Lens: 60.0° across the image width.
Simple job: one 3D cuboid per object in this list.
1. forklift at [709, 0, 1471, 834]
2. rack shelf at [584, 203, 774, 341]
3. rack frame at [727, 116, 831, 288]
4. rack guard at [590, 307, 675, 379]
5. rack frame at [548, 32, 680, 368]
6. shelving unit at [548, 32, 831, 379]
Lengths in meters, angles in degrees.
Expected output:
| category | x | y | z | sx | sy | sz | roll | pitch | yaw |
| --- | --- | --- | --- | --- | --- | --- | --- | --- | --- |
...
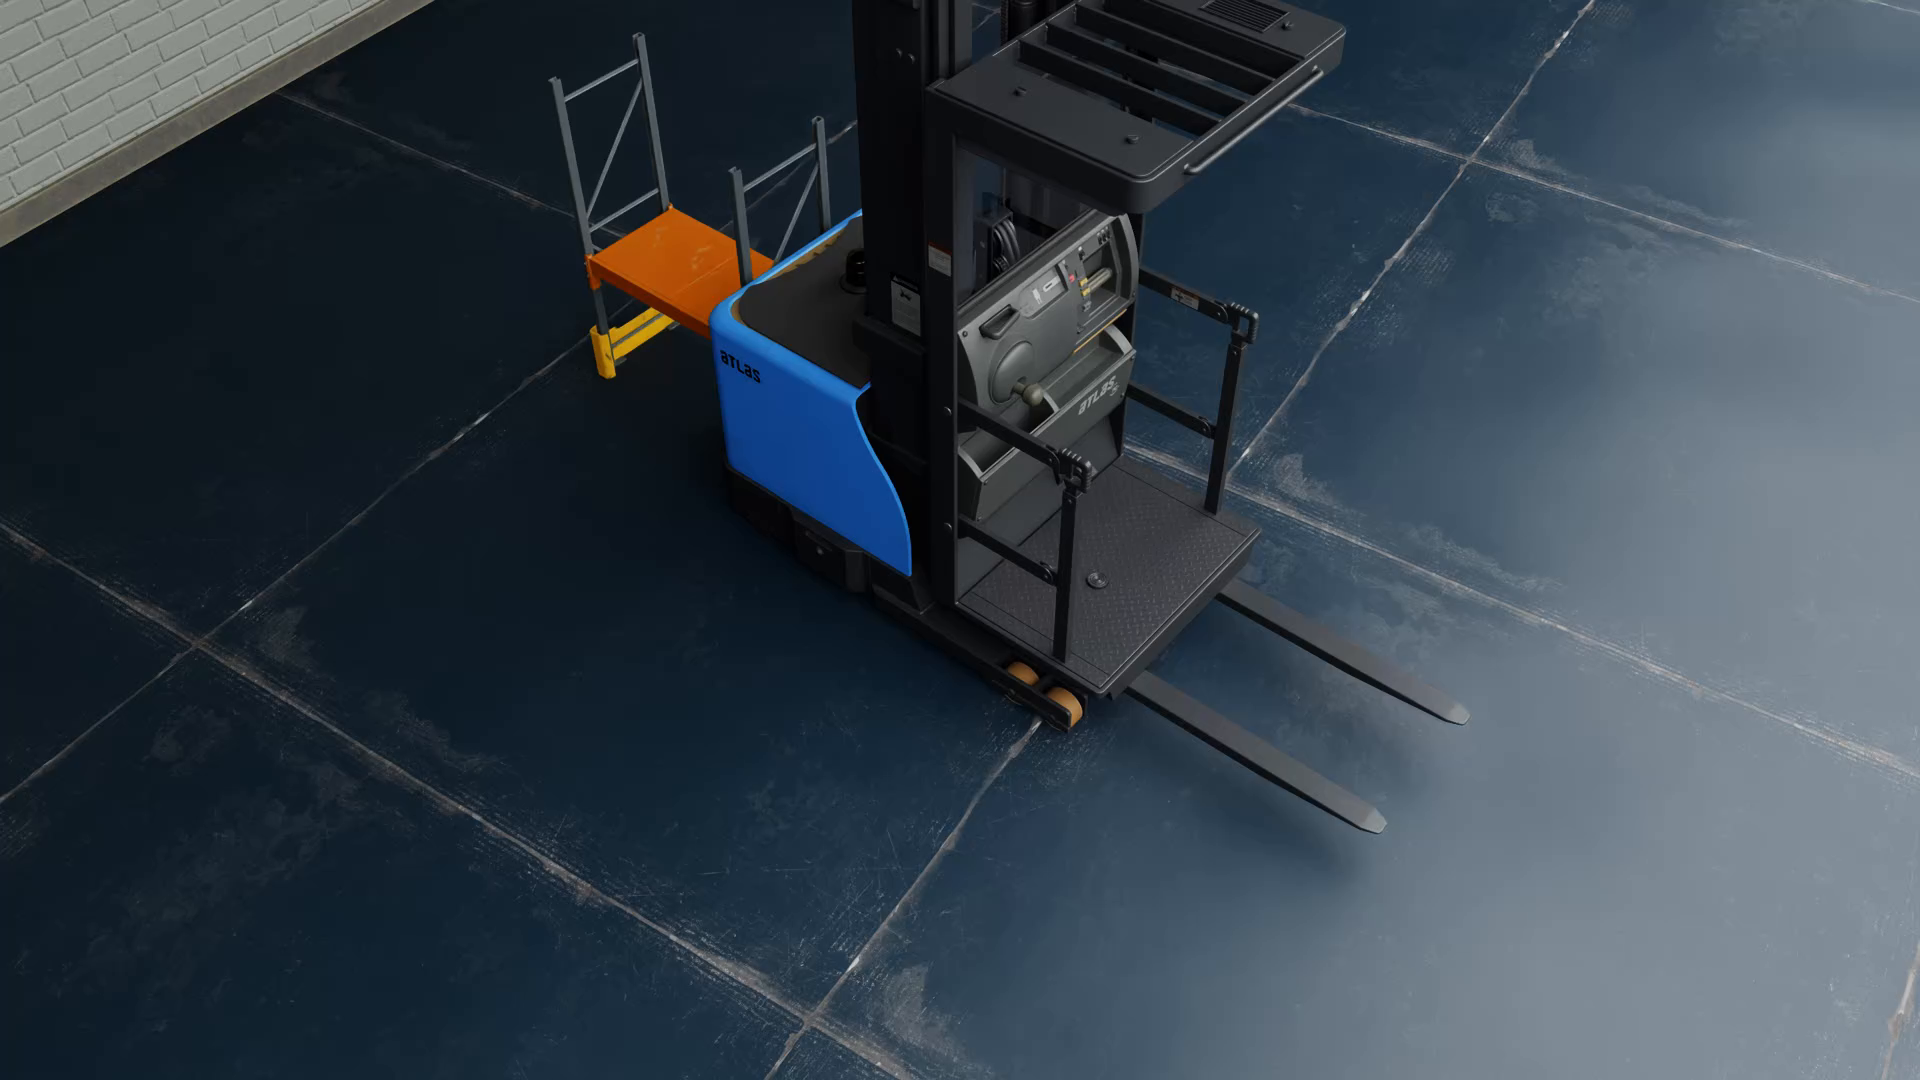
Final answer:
| category | x | y | z | sx | sy | sz | roll | pitch | yaw |
| --- | --- | --- | --- | --- | --- | --- | --- | --- | --- |
| forklift | 0.480 | -0.737 | 5.644 | 3.031 | 2.935 | 1.130 | 31 | 53 | 26 |
| rack shelf | -1.093 | -1.095 | 7.241 | 1.000 | 0.185 | 0.538 | 31 | 53 | 26 |
| rack frame | -0.701 | -0.989 | 6.887 | 0.032 | 1.500 | 0.500 | 31 | 53 | 26 |
| rack guard | -1.471 | -1.008 | 7.777 | 0.087 | 0.250 | 0.587 | 31 | 53 | 26 |
| rack frame | -1.486 | -1.452 | 7.337 | 0.032 | 1.500 | 0.500 | 31 | 53 | 26 |
| shelving unit | -1.086 | -1.216 | 7.108 | 1.083 | 1.500 | 0.587 | 31 | 53 | 26 |
